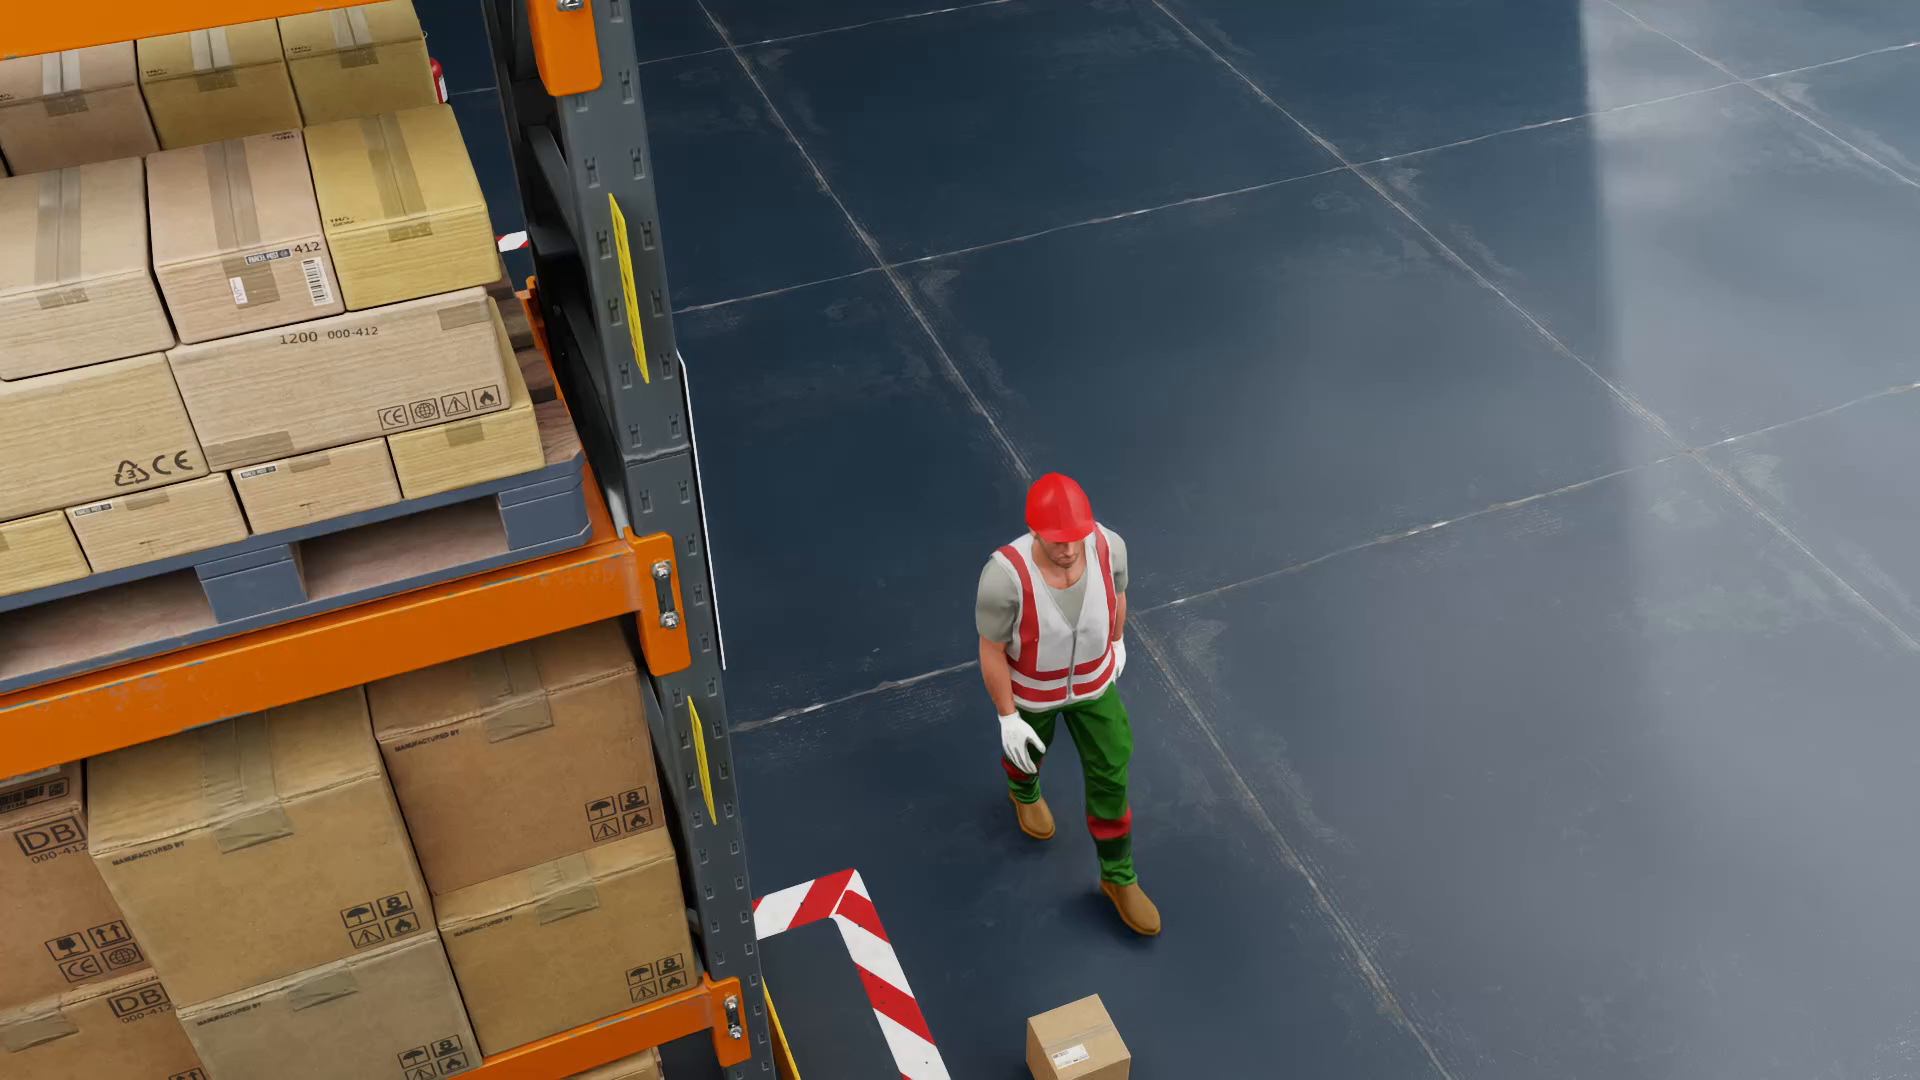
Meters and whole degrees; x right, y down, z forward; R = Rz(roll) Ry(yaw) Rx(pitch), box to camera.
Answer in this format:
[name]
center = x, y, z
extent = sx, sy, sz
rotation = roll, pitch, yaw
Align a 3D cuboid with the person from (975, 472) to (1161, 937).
[person]
center = 0.356, 0.528, 5.518
extent = 0.578, 1.756, 0.808
rotation = -11, 43, -12
